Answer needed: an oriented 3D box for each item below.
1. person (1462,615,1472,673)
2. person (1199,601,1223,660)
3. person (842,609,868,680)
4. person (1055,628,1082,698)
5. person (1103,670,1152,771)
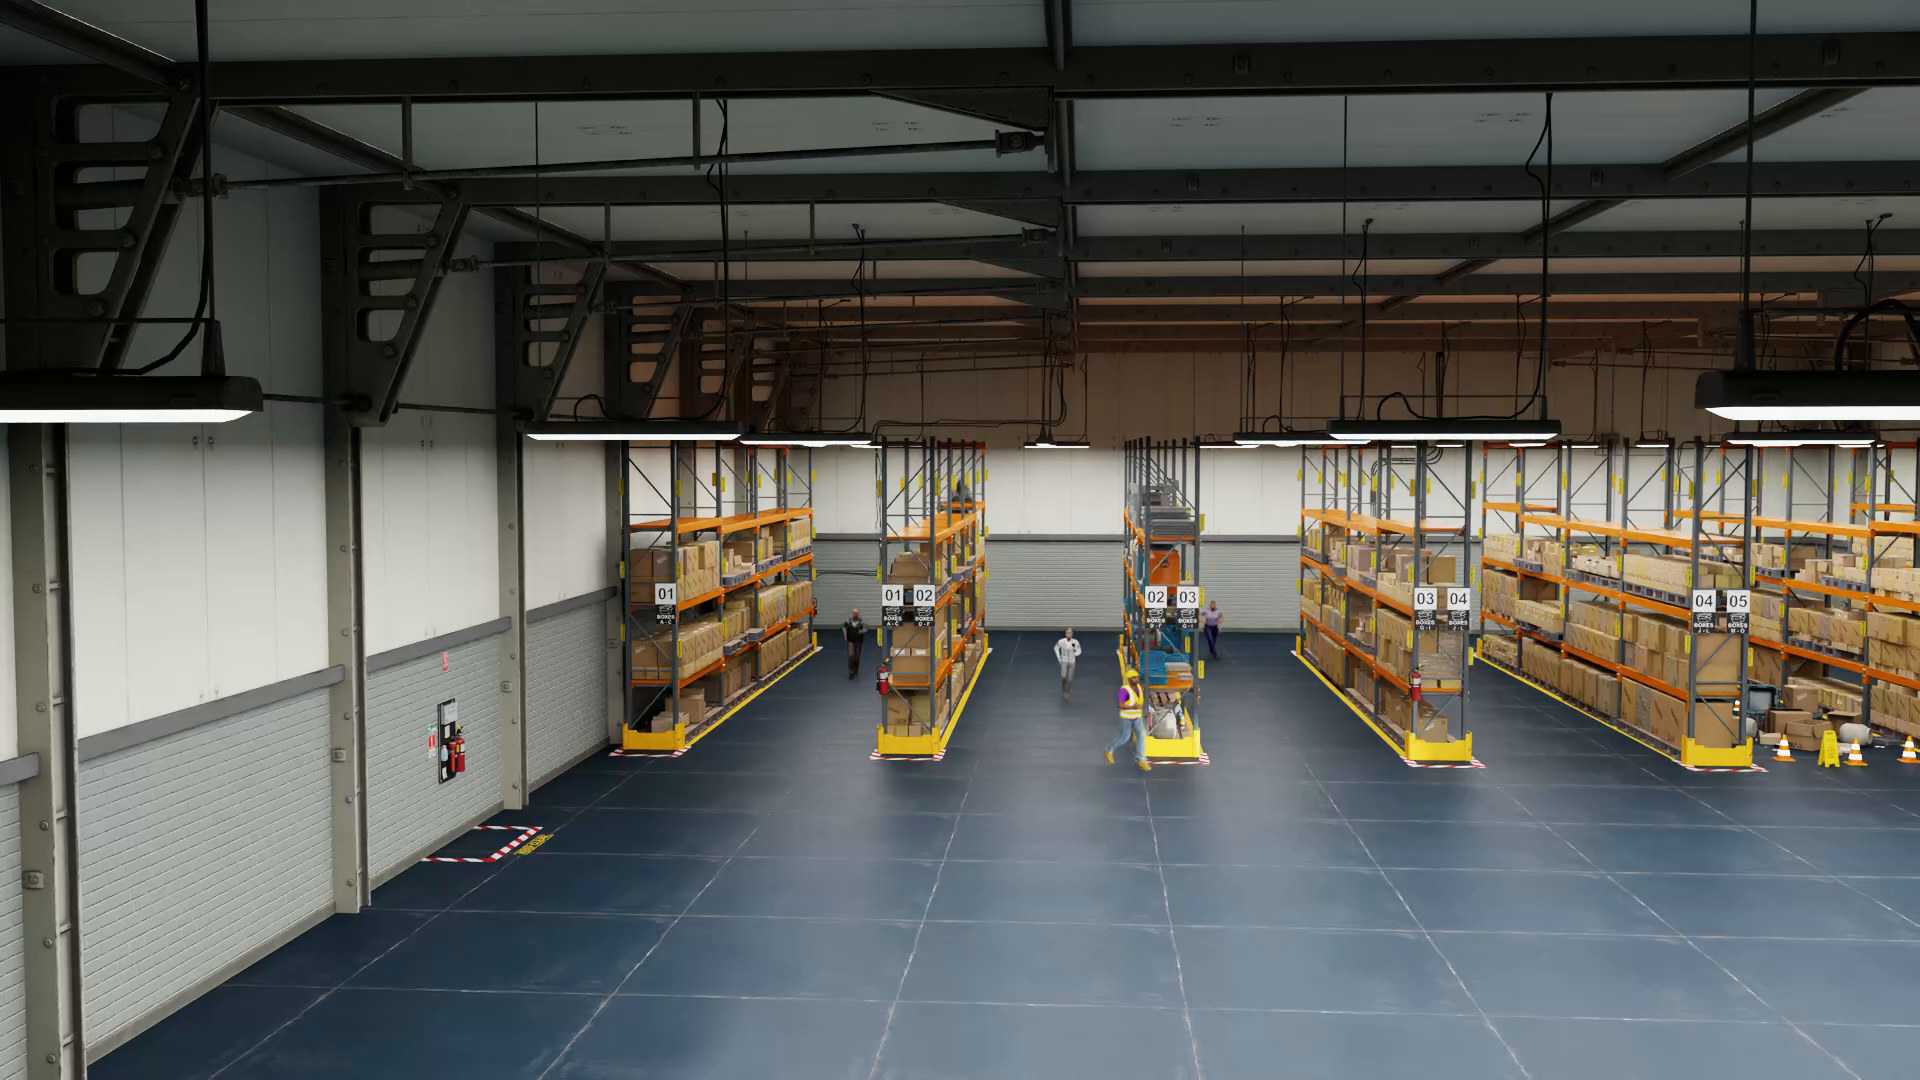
[{"bbox_3d":[13.042,2.515,43.291,0.676,1.805,0.928,0,3,2],"label":"person"},{"bbox_3d":[6.916,2.454,45.763,0.649,1.600,1.051,0,3,-4],"label":"person"},{"bbox_3d":[-2.648,2.624,41.952,0.642,1.785,0.798,0,3,-7],"label":"person"},{"bbox_3d":[2.495,2.828,38.298,0.607,1.649,0.657,0,3,0],"label":"person"},{"bbox_3d":[3.064,3.224,30.053,0.716,1.779,0.986,-3,4,-40],"label":"person"}]
